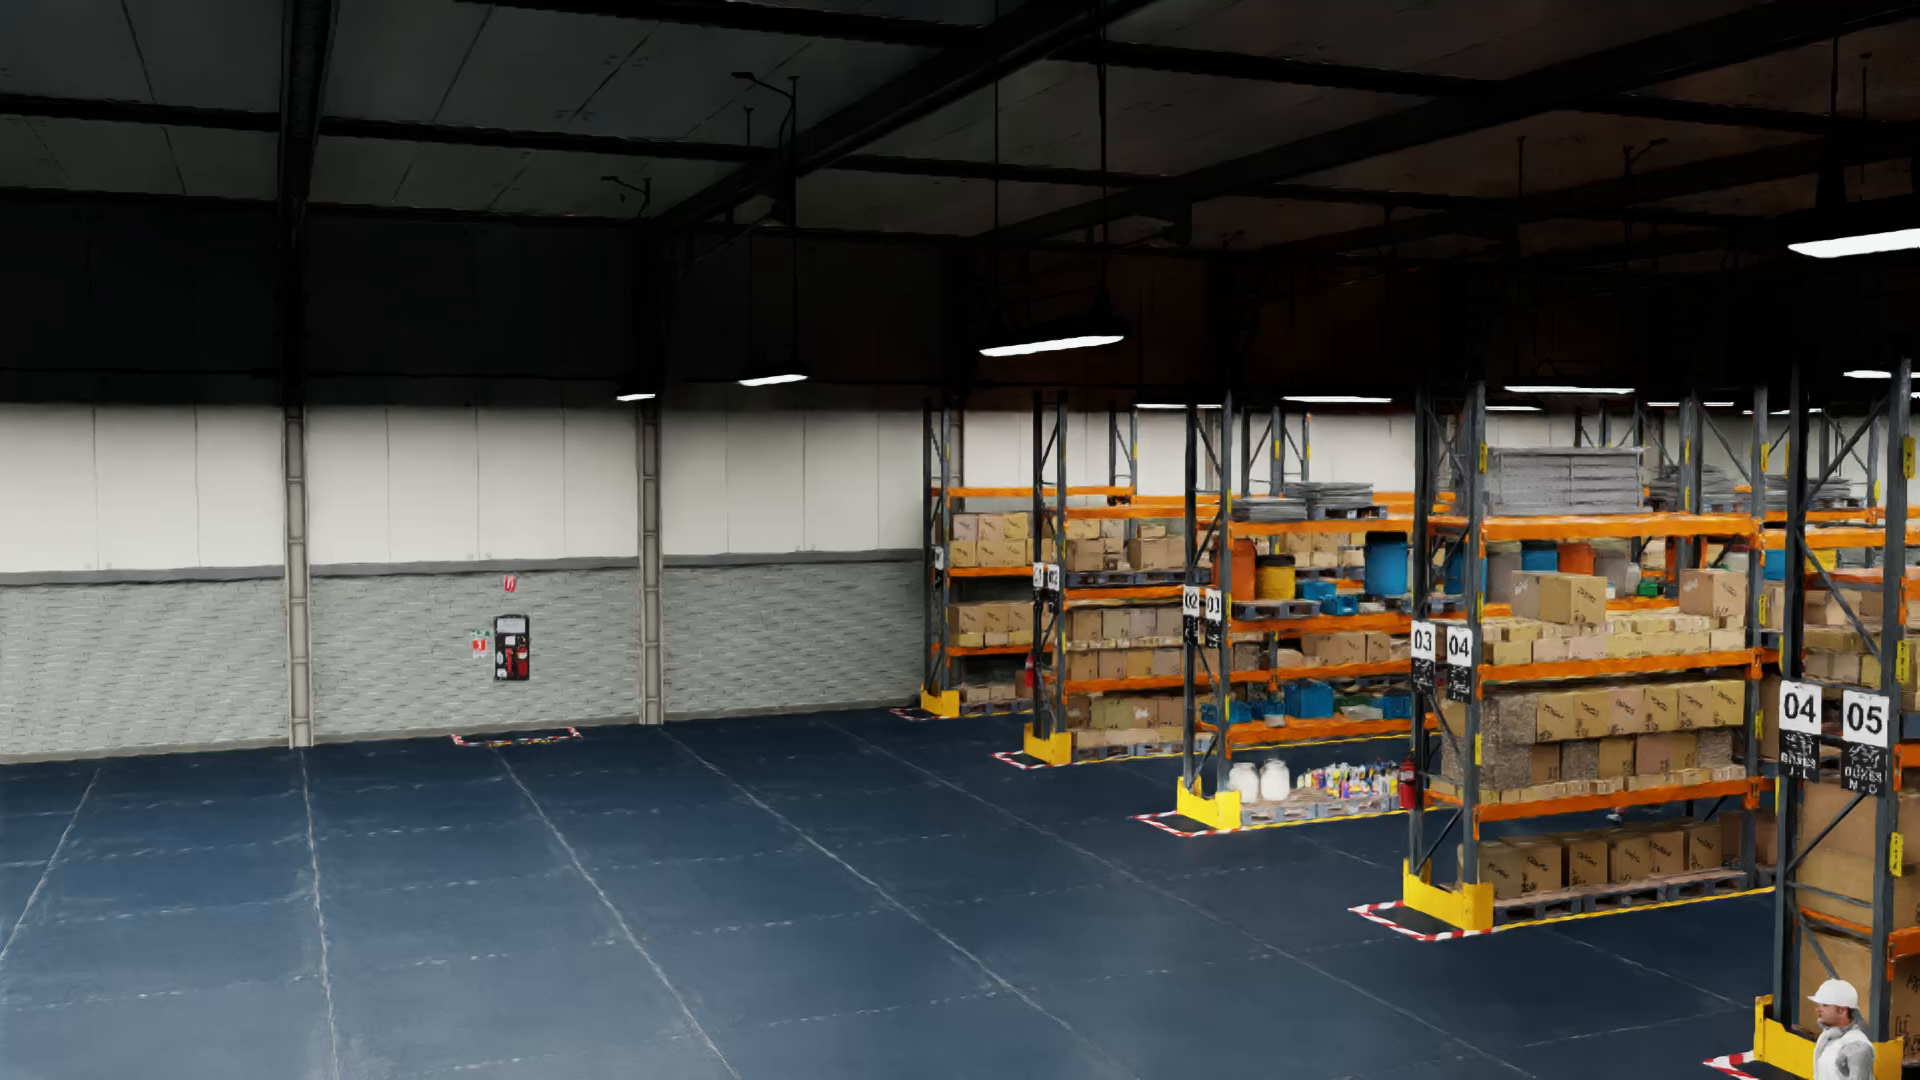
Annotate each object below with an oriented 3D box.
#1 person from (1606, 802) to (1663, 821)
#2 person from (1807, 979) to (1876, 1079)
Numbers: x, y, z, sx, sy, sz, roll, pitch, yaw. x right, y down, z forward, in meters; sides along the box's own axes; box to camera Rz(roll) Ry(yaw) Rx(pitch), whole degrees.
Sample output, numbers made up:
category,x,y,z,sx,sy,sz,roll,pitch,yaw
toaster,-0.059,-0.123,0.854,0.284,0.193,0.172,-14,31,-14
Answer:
category,x,y,z,sx,sy,sz,roll,pitch,yaw
person,9.207,3.012,22.758,1.109,1.590,0.448,-1,4,-20
person,5.636,3.671,10.639,0.933,1.734,0.577,0,3,5
